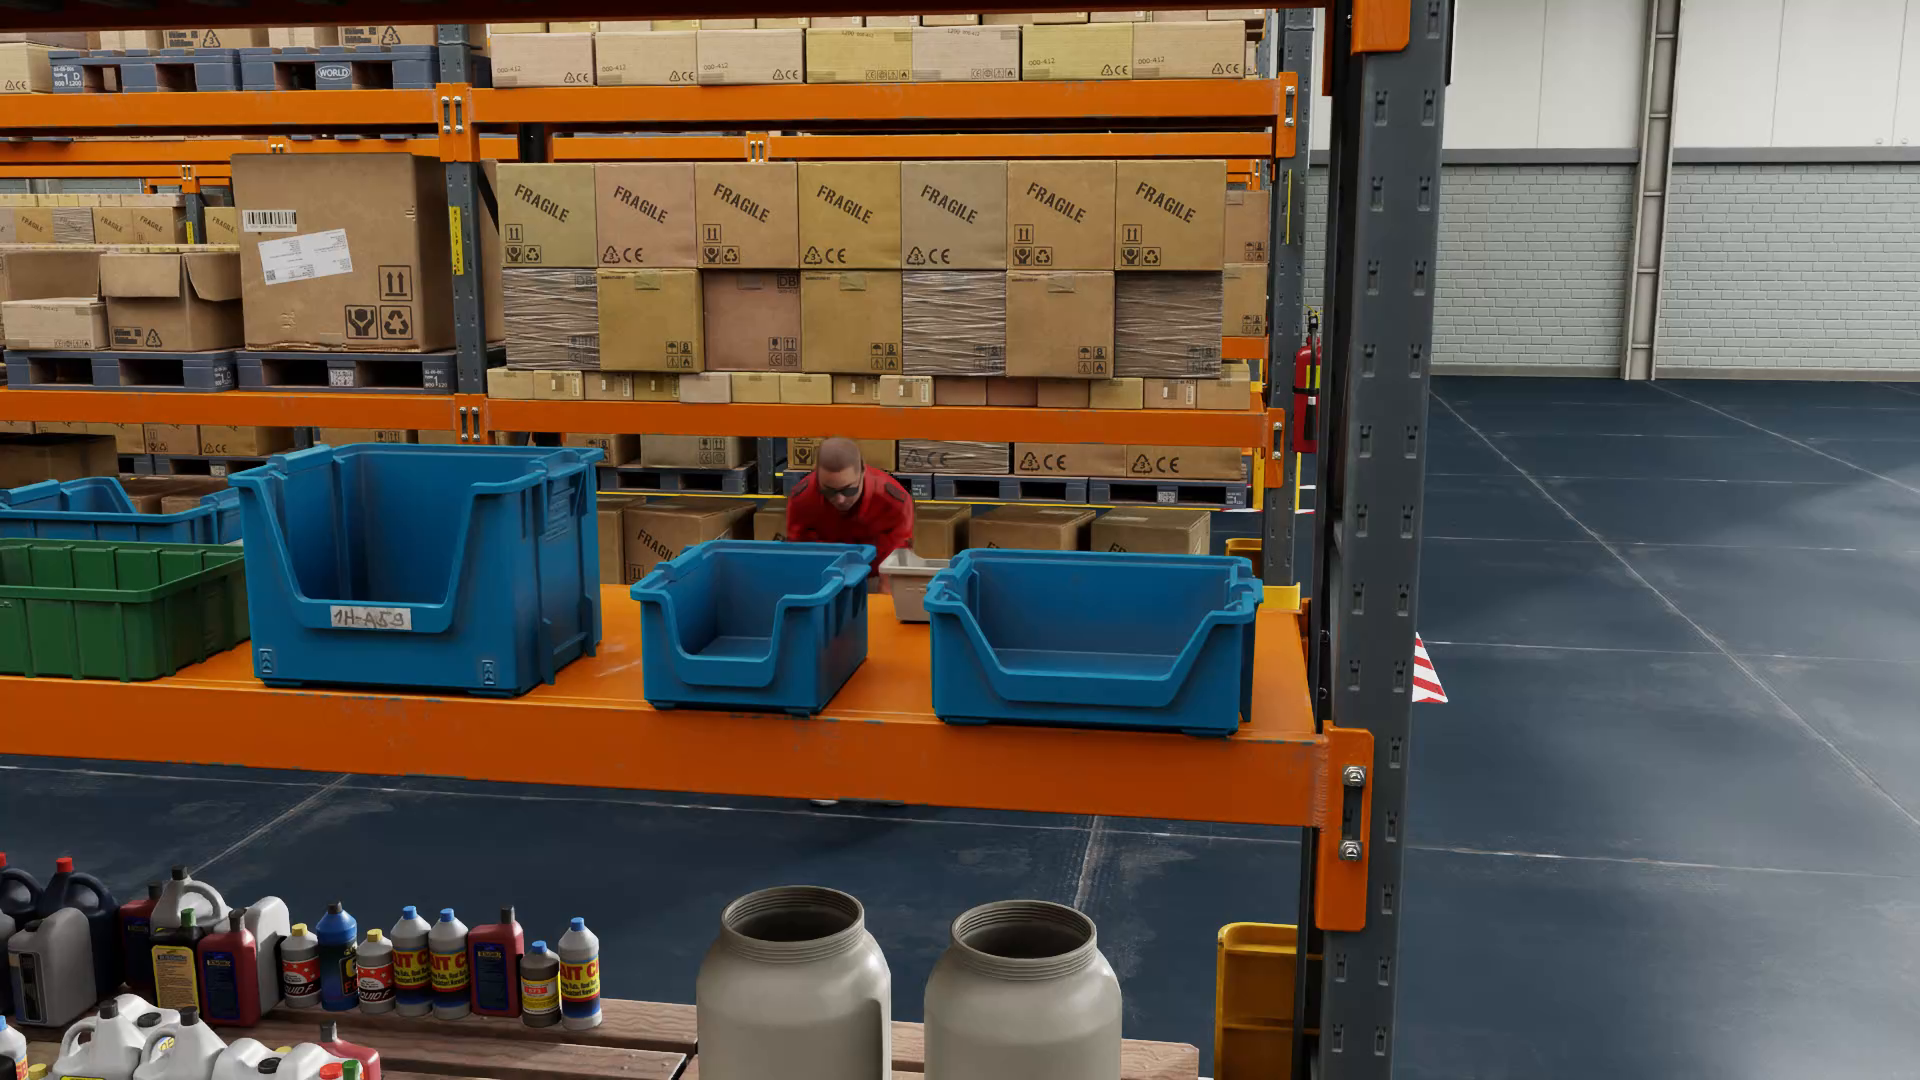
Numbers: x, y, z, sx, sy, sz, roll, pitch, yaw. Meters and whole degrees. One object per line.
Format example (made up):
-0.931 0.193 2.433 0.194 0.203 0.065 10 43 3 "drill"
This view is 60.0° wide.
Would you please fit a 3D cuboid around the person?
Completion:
-0.386 0.300 6.171 0.470 1.455 0.816 1 11 7 "person"
